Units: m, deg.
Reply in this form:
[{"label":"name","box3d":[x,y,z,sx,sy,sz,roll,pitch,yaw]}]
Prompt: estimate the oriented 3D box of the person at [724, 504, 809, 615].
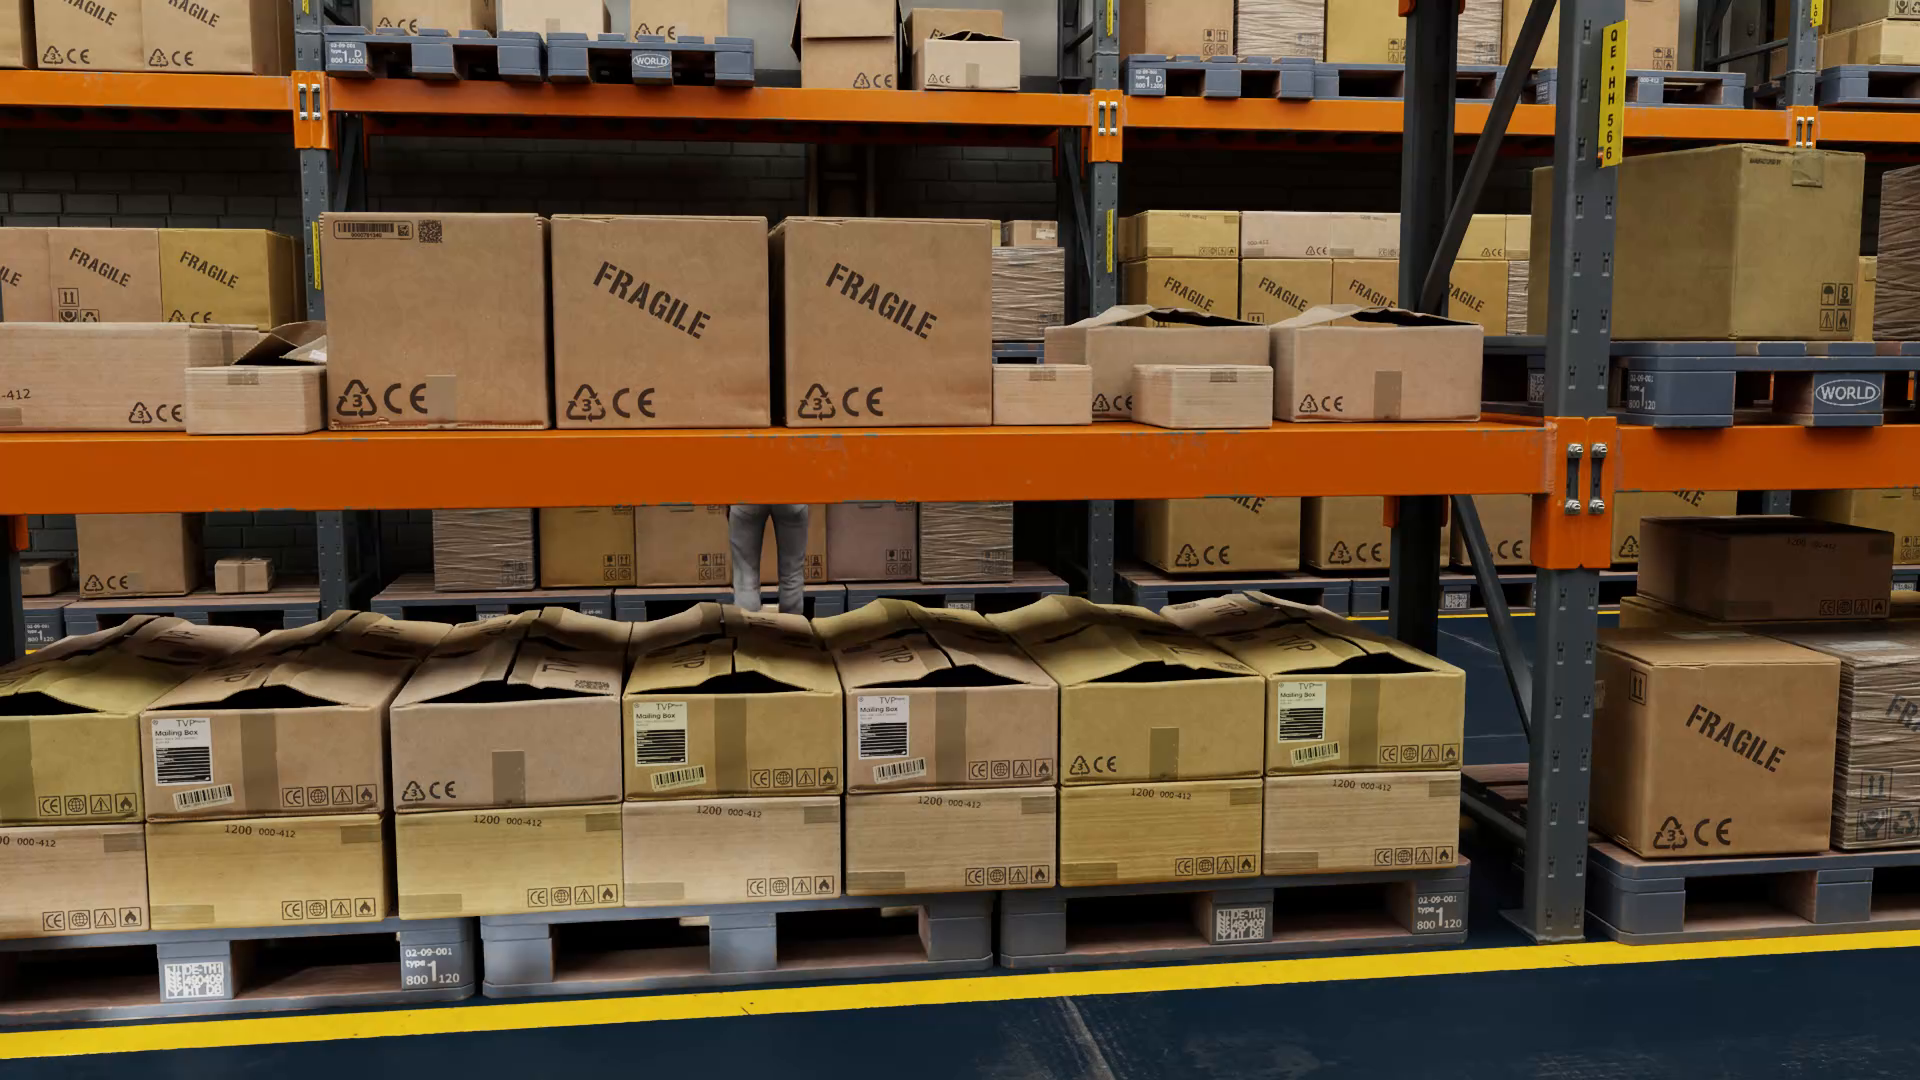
[{"label":"person","box3d":[-0.858,-0.137,7.419,0.414,1.662,0.408,-1,7,-7]}]
